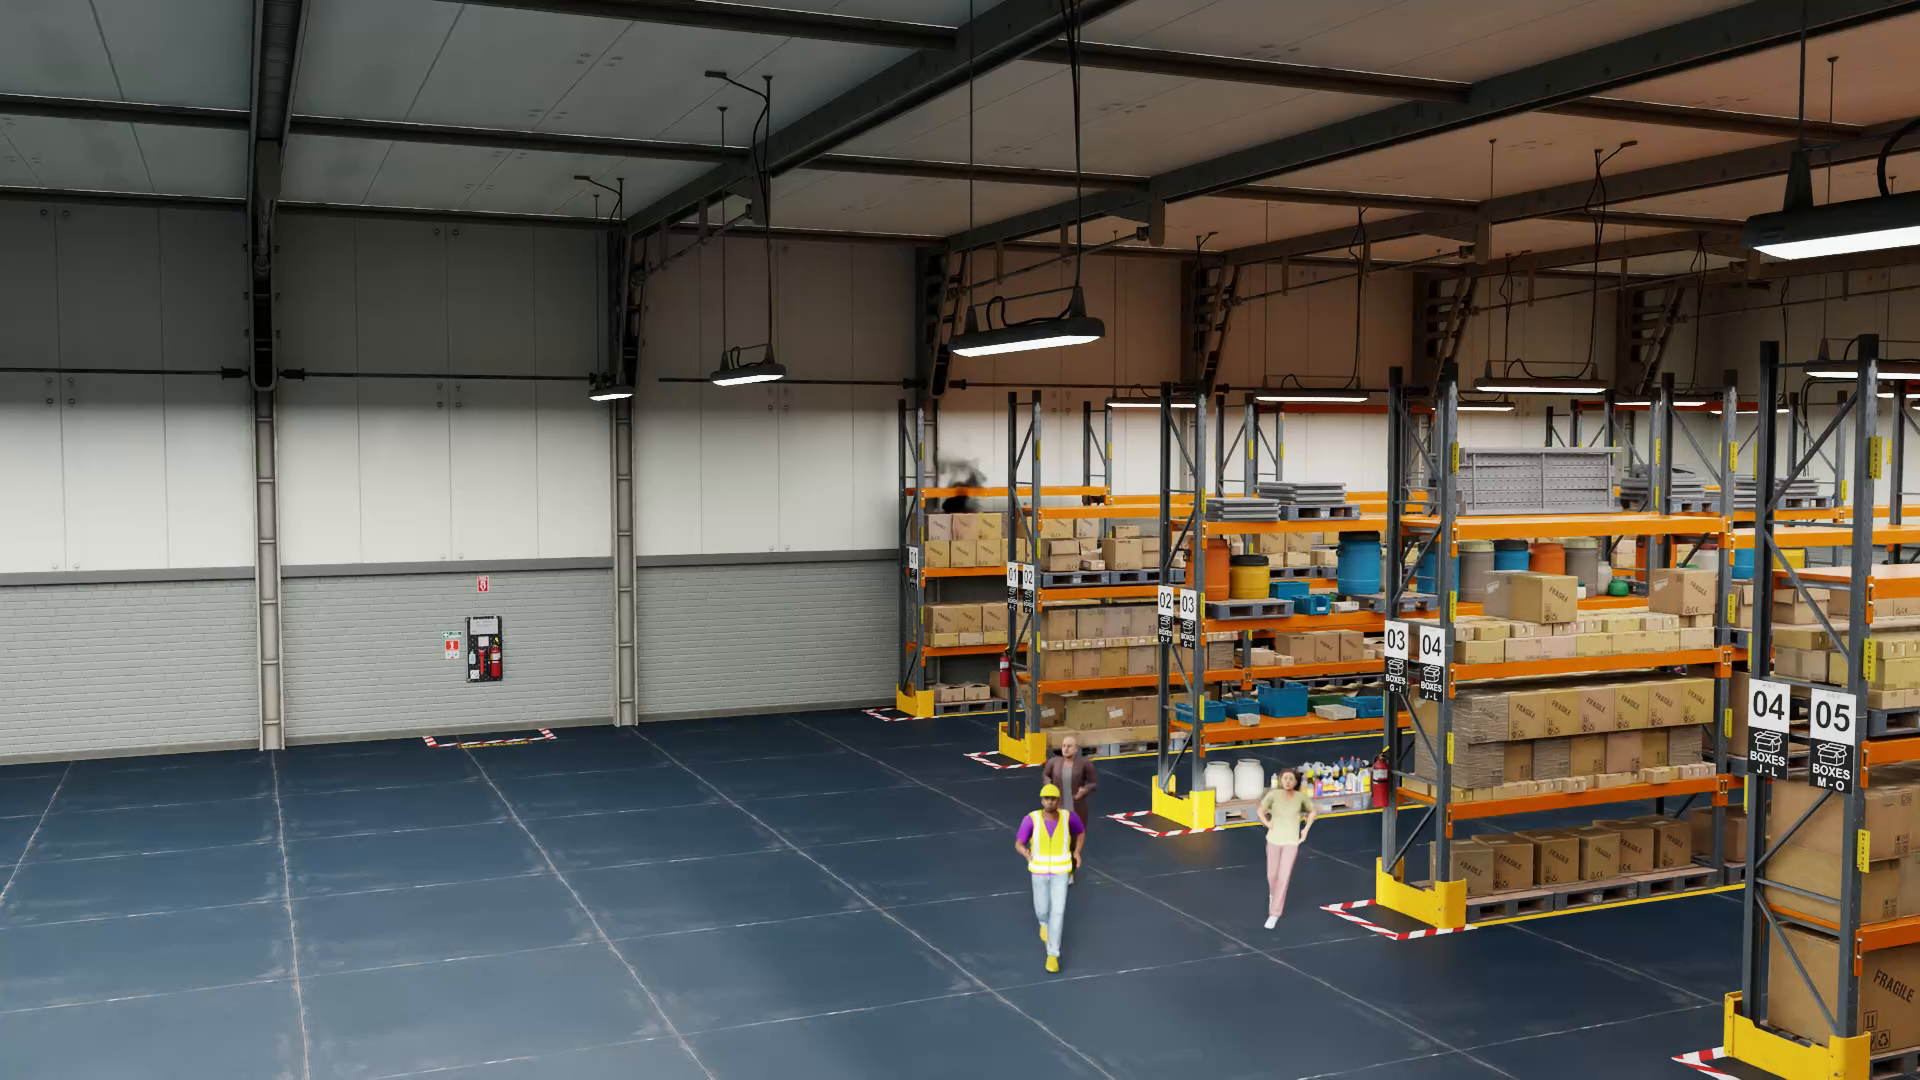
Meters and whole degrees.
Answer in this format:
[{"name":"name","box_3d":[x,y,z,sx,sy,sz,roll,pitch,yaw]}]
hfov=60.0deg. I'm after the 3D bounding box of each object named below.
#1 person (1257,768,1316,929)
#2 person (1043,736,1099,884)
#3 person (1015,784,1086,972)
[{"name":"person","box_3d":[3.505,3.270,17.934,0.610,1.661,0.910,1,4,20]},{"name":"person","box_3d":[1.268,3.163,19.235,0.676,1.785,0.739,0,3,8]},{"name":"person","box_3d":[0.899,3.303,16.557,0.700,1.762,0.956,0,3,4]}]
